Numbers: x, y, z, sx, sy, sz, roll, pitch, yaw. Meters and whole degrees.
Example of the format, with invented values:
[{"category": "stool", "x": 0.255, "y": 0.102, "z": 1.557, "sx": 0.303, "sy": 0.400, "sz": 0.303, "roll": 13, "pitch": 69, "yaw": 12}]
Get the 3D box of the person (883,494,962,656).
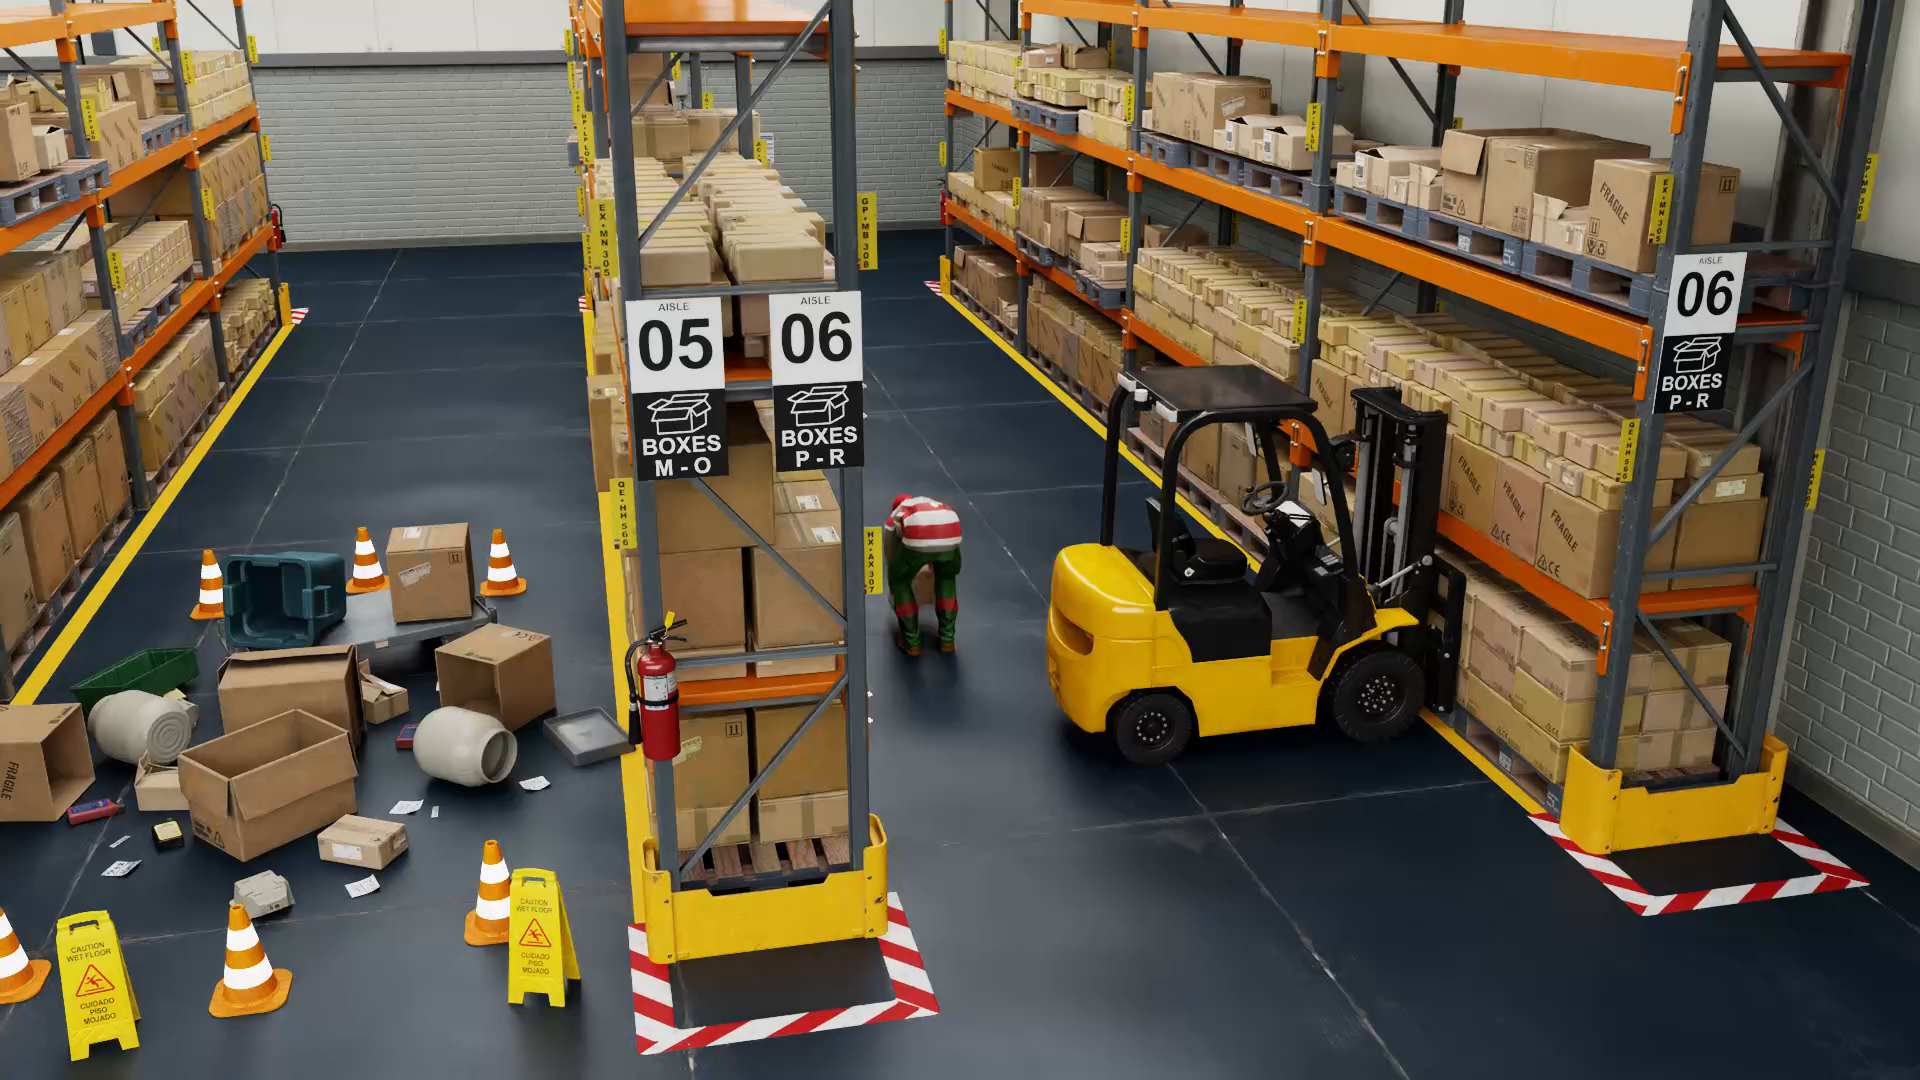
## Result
[{"category": "person", "x": -0.290, "y": 0.183, "z": 11.602, "sx": 0.518, "sy": 1.060, "sz": 0.962, "roll": -6, "pitch": 20, "yaw": -17}]
